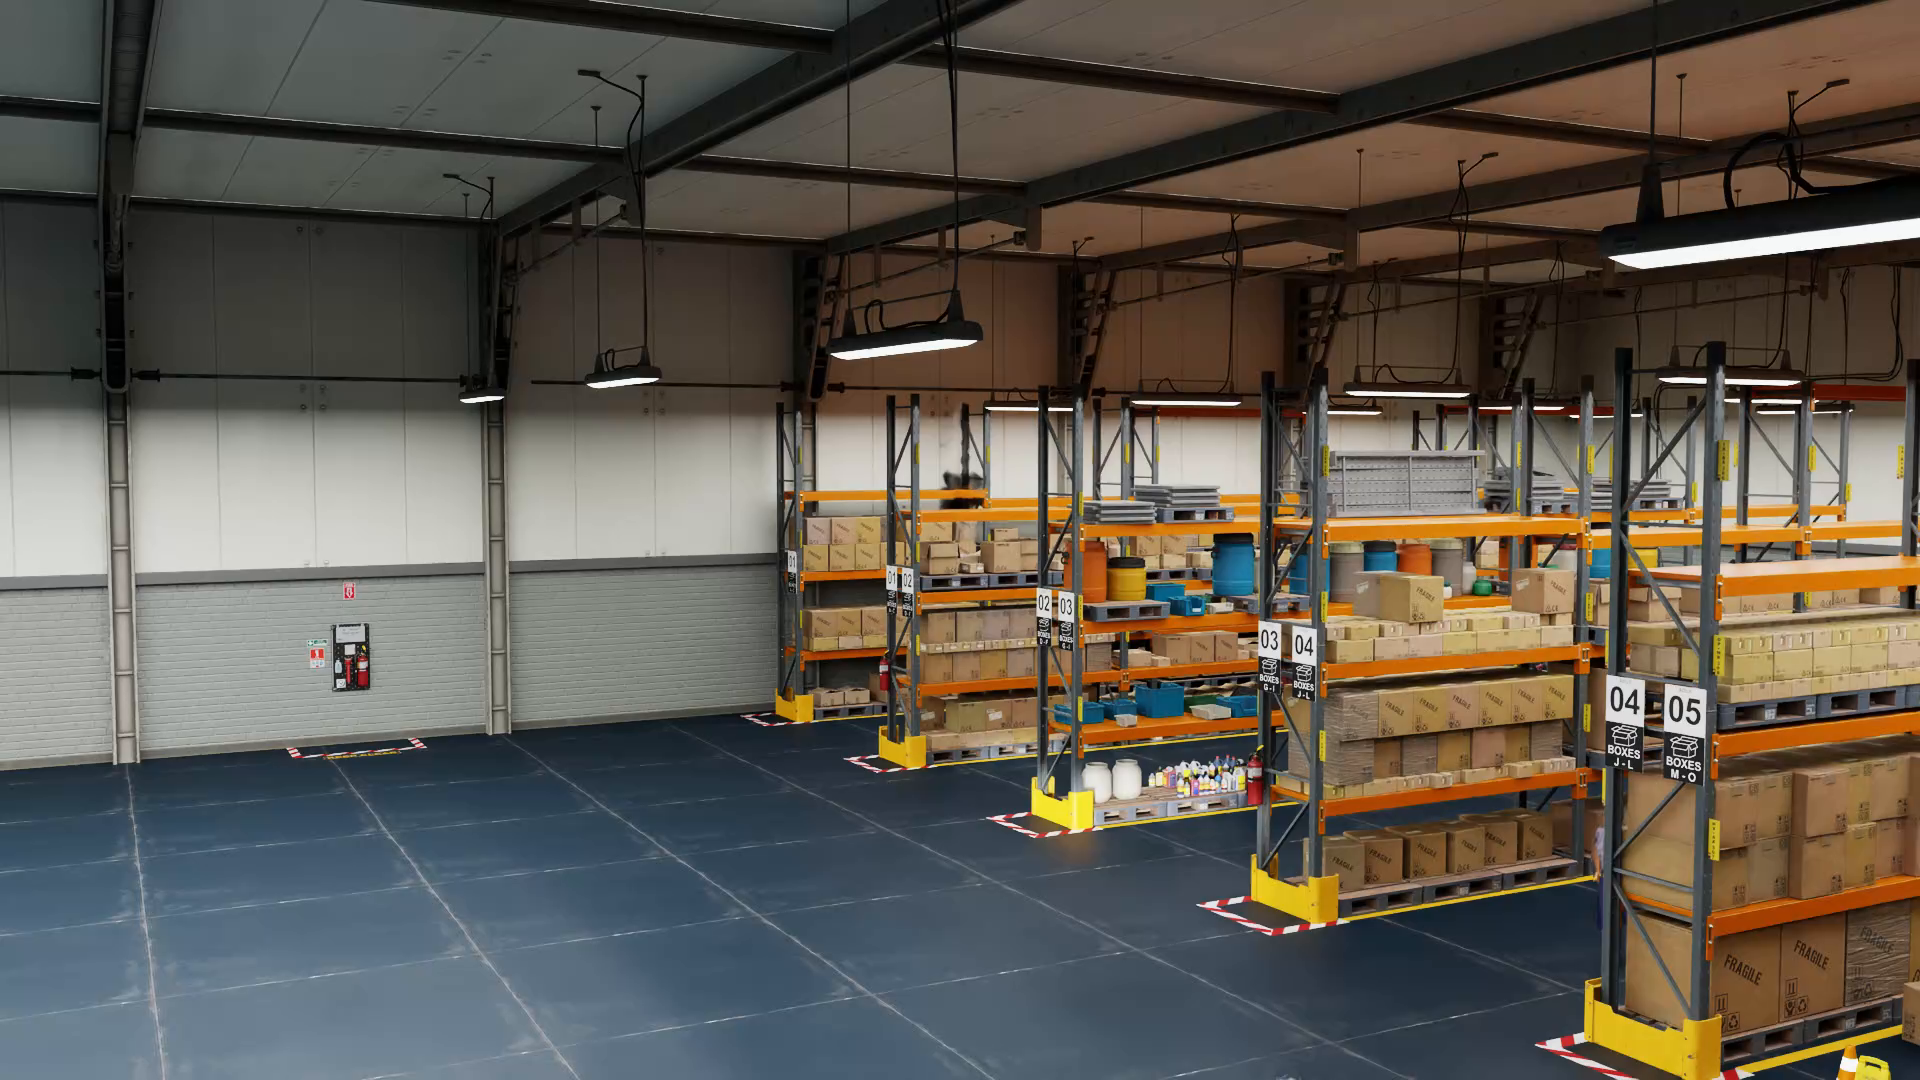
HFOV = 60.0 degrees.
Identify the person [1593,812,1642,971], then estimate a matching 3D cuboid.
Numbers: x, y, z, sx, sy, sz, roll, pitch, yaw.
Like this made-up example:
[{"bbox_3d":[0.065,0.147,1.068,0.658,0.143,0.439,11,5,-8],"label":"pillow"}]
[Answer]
[{"bbox_3d":[6.628,3.446,16.641,0.611,1.644,0.879,3,5,45],"label":"person"}]
